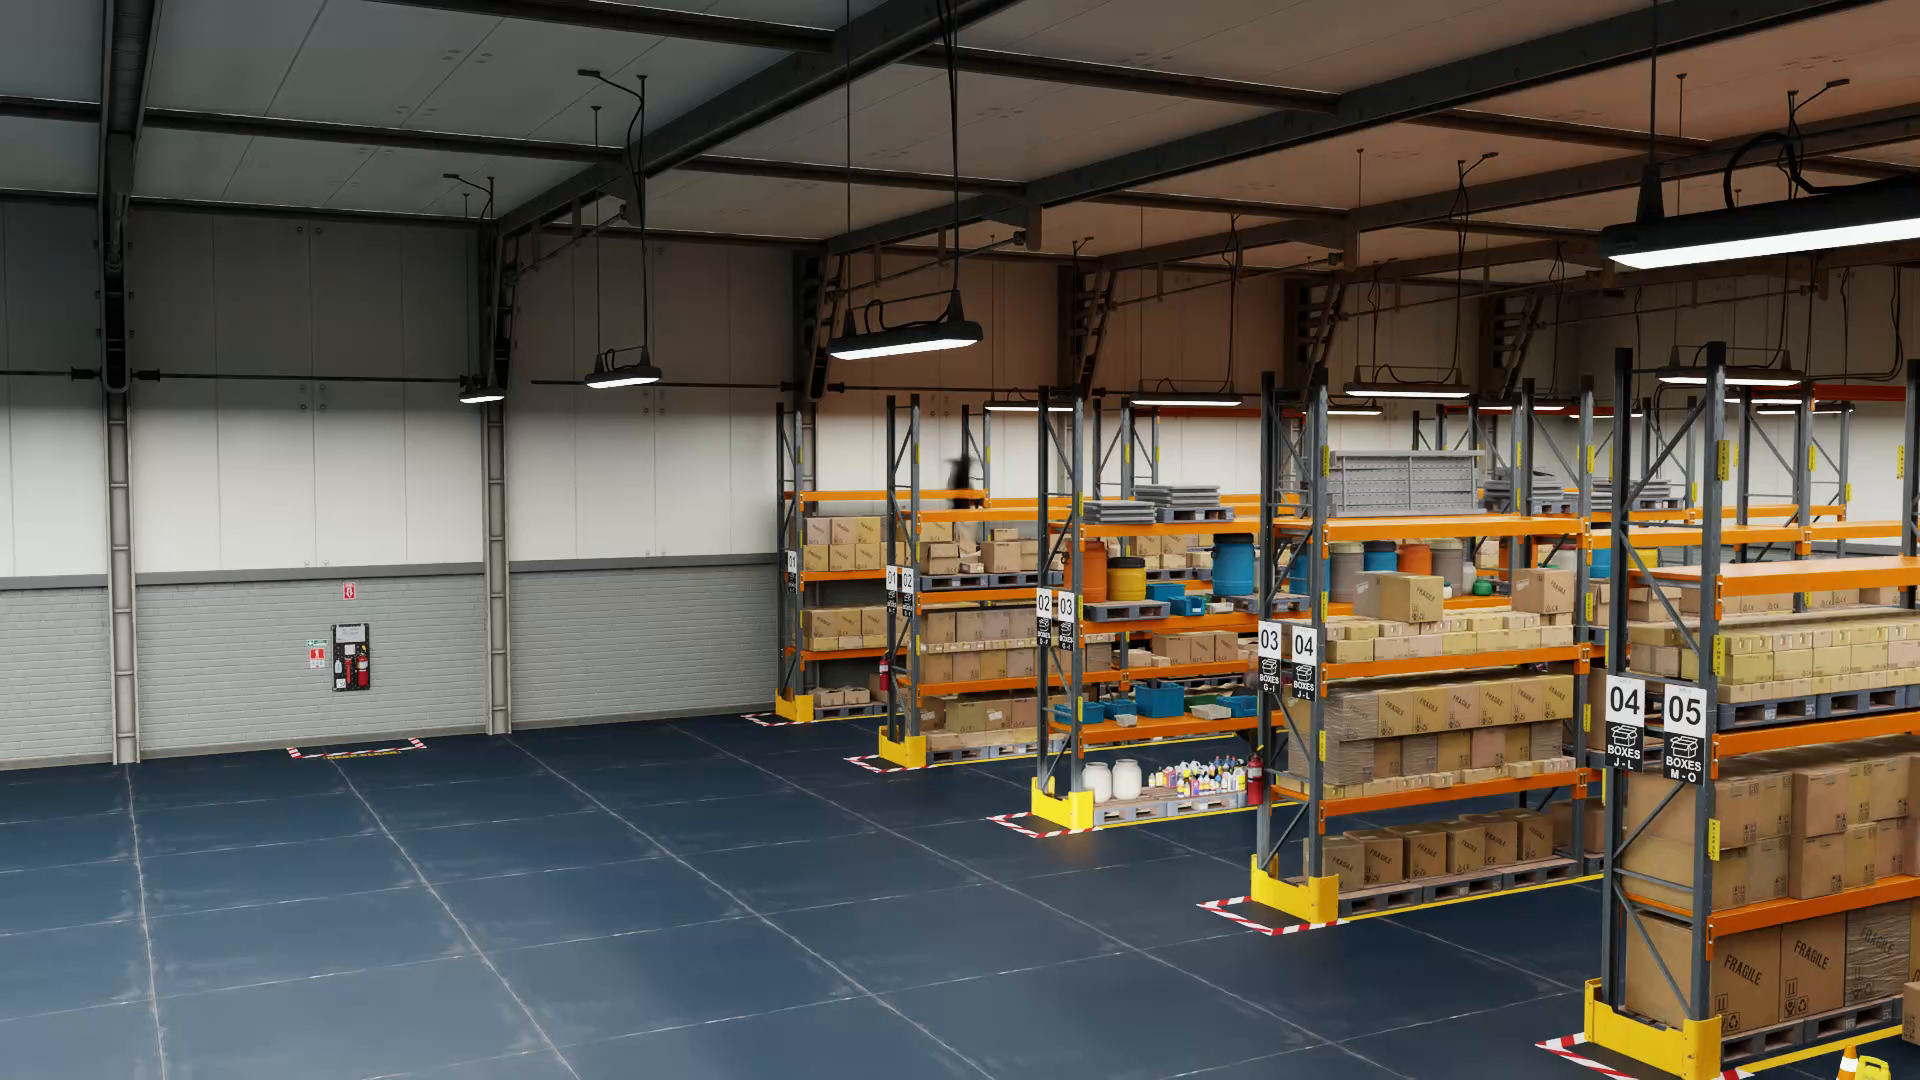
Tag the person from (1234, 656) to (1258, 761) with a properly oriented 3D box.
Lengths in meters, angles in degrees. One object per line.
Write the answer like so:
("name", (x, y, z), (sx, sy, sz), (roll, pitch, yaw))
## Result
("person", (4.760, 2.759, 27.140), (0.633, 1.721, 0.678), (-3, 4, -39))
